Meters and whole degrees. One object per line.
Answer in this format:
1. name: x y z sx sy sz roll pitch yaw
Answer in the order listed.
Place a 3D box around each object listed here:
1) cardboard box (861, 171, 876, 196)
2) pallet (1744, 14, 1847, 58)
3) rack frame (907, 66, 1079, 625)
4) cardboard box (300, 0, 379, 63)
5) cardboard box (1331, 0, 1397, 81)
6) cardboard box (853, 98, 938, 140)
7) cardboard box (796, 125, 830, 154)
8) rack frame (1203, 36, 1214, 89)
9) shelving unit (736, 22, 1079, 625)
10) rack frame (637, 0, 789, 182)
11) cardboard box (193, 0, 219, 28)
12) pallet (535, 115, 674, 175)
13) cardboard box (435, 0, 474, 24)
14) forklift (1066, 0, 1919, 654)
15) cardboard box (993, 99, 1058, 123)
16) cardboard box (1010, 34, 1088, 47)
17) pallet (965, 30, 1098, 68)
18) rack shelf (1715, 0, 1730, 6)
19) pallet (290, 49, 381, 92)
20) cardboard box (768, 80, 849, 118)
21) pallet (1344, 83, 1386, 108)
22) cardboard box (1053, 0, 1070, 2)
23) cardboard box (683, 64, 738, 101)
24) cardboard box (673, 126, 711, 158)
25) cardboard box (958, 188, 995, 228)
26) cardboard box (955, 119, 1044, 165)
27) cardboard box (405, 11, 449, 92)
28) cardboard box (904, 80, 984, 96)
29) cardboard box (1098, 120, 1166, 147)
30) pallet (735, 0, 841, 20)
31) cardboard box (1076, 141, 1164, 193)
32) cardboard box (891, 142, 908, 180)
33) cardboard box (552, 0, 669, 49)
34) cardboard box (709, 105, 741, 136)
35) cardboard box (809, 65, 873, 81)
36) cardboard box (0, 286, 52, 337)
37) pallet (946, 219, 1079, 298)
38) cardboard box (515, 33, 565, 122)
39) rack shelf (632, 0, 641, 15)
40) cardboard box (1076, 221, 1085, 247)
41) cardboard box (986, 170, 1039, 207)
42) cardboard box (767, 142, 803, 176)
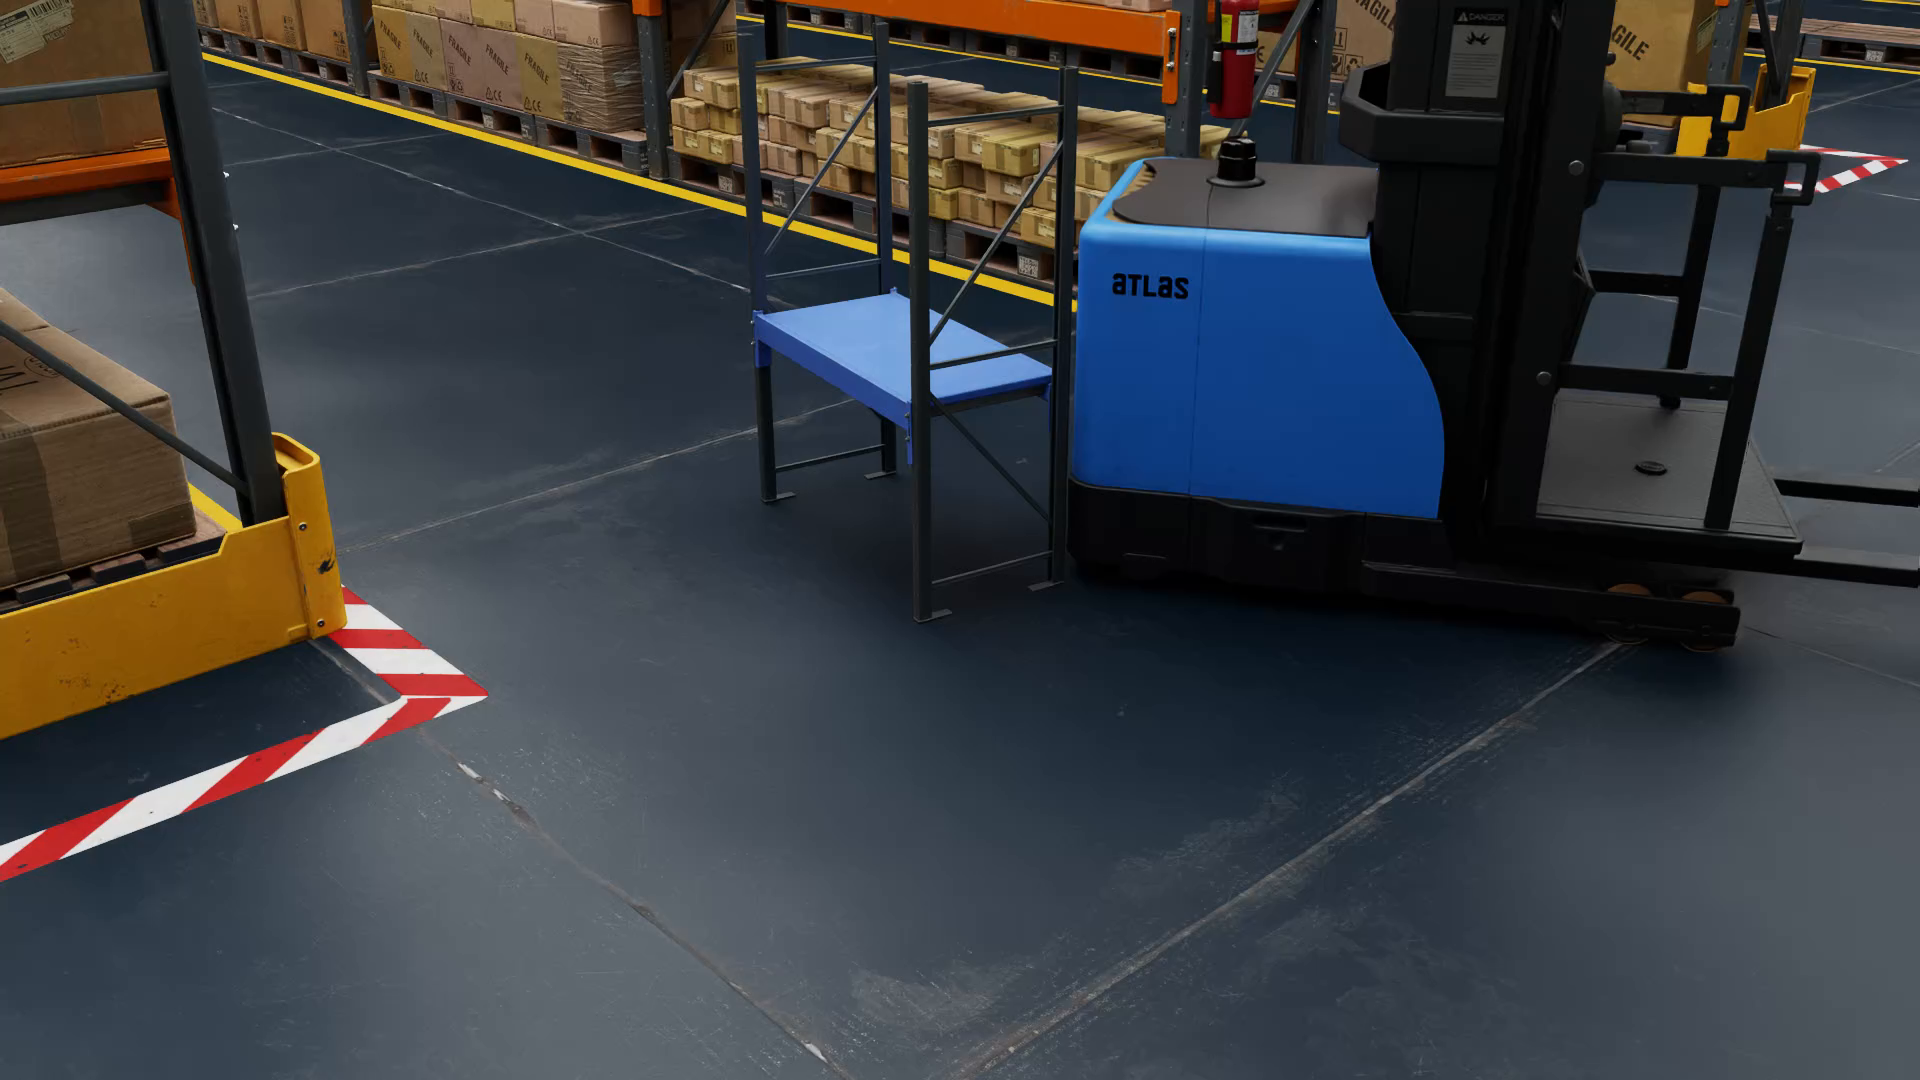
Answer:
1. cardboard box: -0.299 -1.915 8.763 0.380 0.149 0.250 -20 31 -37
2. pallet: 7.209 -4.593 15.065 1.003 0.211 1.213 -21 32 -38
3. rack frame: 0.090 -0.502 4.543 0.500 1.500 0.032 -14 28 -28
4. cardboard box: -4.550 -4.252 13.160 1.050 0.750 0.750 -22 32 -39
5. cardboard box: 3.232 -3.768 11.949 0.875 0.875 0.875 -21 32 -38
6. cardboard box: -0.331 -2.183 8.633 0.380 0.149 0.250 -21 32 -38
7. cardboard box: -0.666 -2.203 9.036 0.380 0.149 0.250 -19 31 -36
8. rack frame: 2.225 -5.039 12.681 1.000 3.000 0.127 -21 32 -38
9. shelving unit: -0.175 -0.682 4.938 0.538 1.500 1.048 -14 28 -28
10. rack frame: -1.465 -3.662 9.663 1.000 3.000 0.127 -21 32 -38
11. cardboard box: -6.443 -5.091 15.000 1.050 0.750 0.750 -21 32 -39
12. pallet: -1.998 -2.629 10.758 1.003 0.211 1.213 -21 32 -38
13. cardboard box: -3.229 -3.684 11.314 0.500 0.250 0.500 -21 32 -38
14. forklift: 1.894 -1.266 4.495 3.031 2.935 1.130 6 25 13
15. cardboard box: 0.391 -2.170 8.606 0.380 0.149 0.250 -20 31 -37
16. cardboard box: 1.161 -4.722 14.040 0.875 0.875 1.225 22 33 40
17. pallet: 0.804 -4.352 14.535 1.003 0.211 1.213 -21 32 -38
18. rack shelf: 3.592 -4.105 11.502 1.077 0.370 4.000 -21 32 -38
19. pallet: -4.683 -3.866 13.469 1.003 0.211 1.213 -21 32 -38
20. cardboard box: -0.832 -2.428 9.171 0.380 0.149 0.250 -22 33 -40
21. pallet: 3.525 -3.148 11.895 1.003 0.211 1.213 -21 32 -38
22. cardboard box: 0.515 -2.512 7.446 0.380 0.149 0.250 -22 32 -39
23. cardboard box: -1.381 -2.664 9.687 0.380 0.149 0.250 -20 31 -36
24. cardboard box: -1.451 -2.355 9.726 0.250 0.149 0.380 22 33 40
25. cardboard box: 0.211 -1.669 8.224 0.380 0.149 0.250 -21 32 -38
26. cardboard box: 0.192 -1.935 8.089 0.250 0.149 0.380 22 33 40
27. cardboard box: -3.556 -3.490 11.791 0.500 0.500 0.500 -21 32 -38
28. cardboard box: -0.087 -2.419 9.150 0.250 0.149 0.380 22 33 40
29. cardboard box: 0.883 -1.919 8.056 0.380 0.149 0.250 -21 32 -38
30. pallet: -1.872 -5.588 17.246 1.003 0.211 1.213 -21 32 -38
31. cardboard box: 0.722 -1.703 7.582 0.380 0.149 0.250 -21 32 -38
32. cardboard box: -0.182 -1.952 8.484 0.380 0.149 0.250 -19 31 -36
33. cardboard box: -2.159 -3.211 10.277 0.500 0.250 0.500 -22 33 -40
34. cardboard box: -1.212 -2.440 9.554 0.380 0.149 0.250 -21 32 -38
35. cardboard box: -0.653 -2.653 9.664 0.380 0.149 0.250 -22 32 -39
36. cardboard box: -3.431 -0.487 5.285 0.875 0.438 0.875 -20 31 -37
37. pallet: 0.688 -1.461 8.198 1.003 0.211 1.213 -21 32 -38
38. cardboard box: -2.505 -3.024 10.771 0.500 0.500 0.500 -22 33 -40
39. rack shelf: -2.832 -3.941 11.141 1.077 0.370 4.000 -21 32 -38
40. cardboard box: 0.757 -1.445 7.731 0.380 0.149 0.250 -21 32 -38
41. cardboard box: 0.343 -1.715 7.967 0.250 0.149 0.380 22 33 40
42. cardboard box: -0.851 -2.151 9.279 0.380 0.149 0.250 -22 33 -39
